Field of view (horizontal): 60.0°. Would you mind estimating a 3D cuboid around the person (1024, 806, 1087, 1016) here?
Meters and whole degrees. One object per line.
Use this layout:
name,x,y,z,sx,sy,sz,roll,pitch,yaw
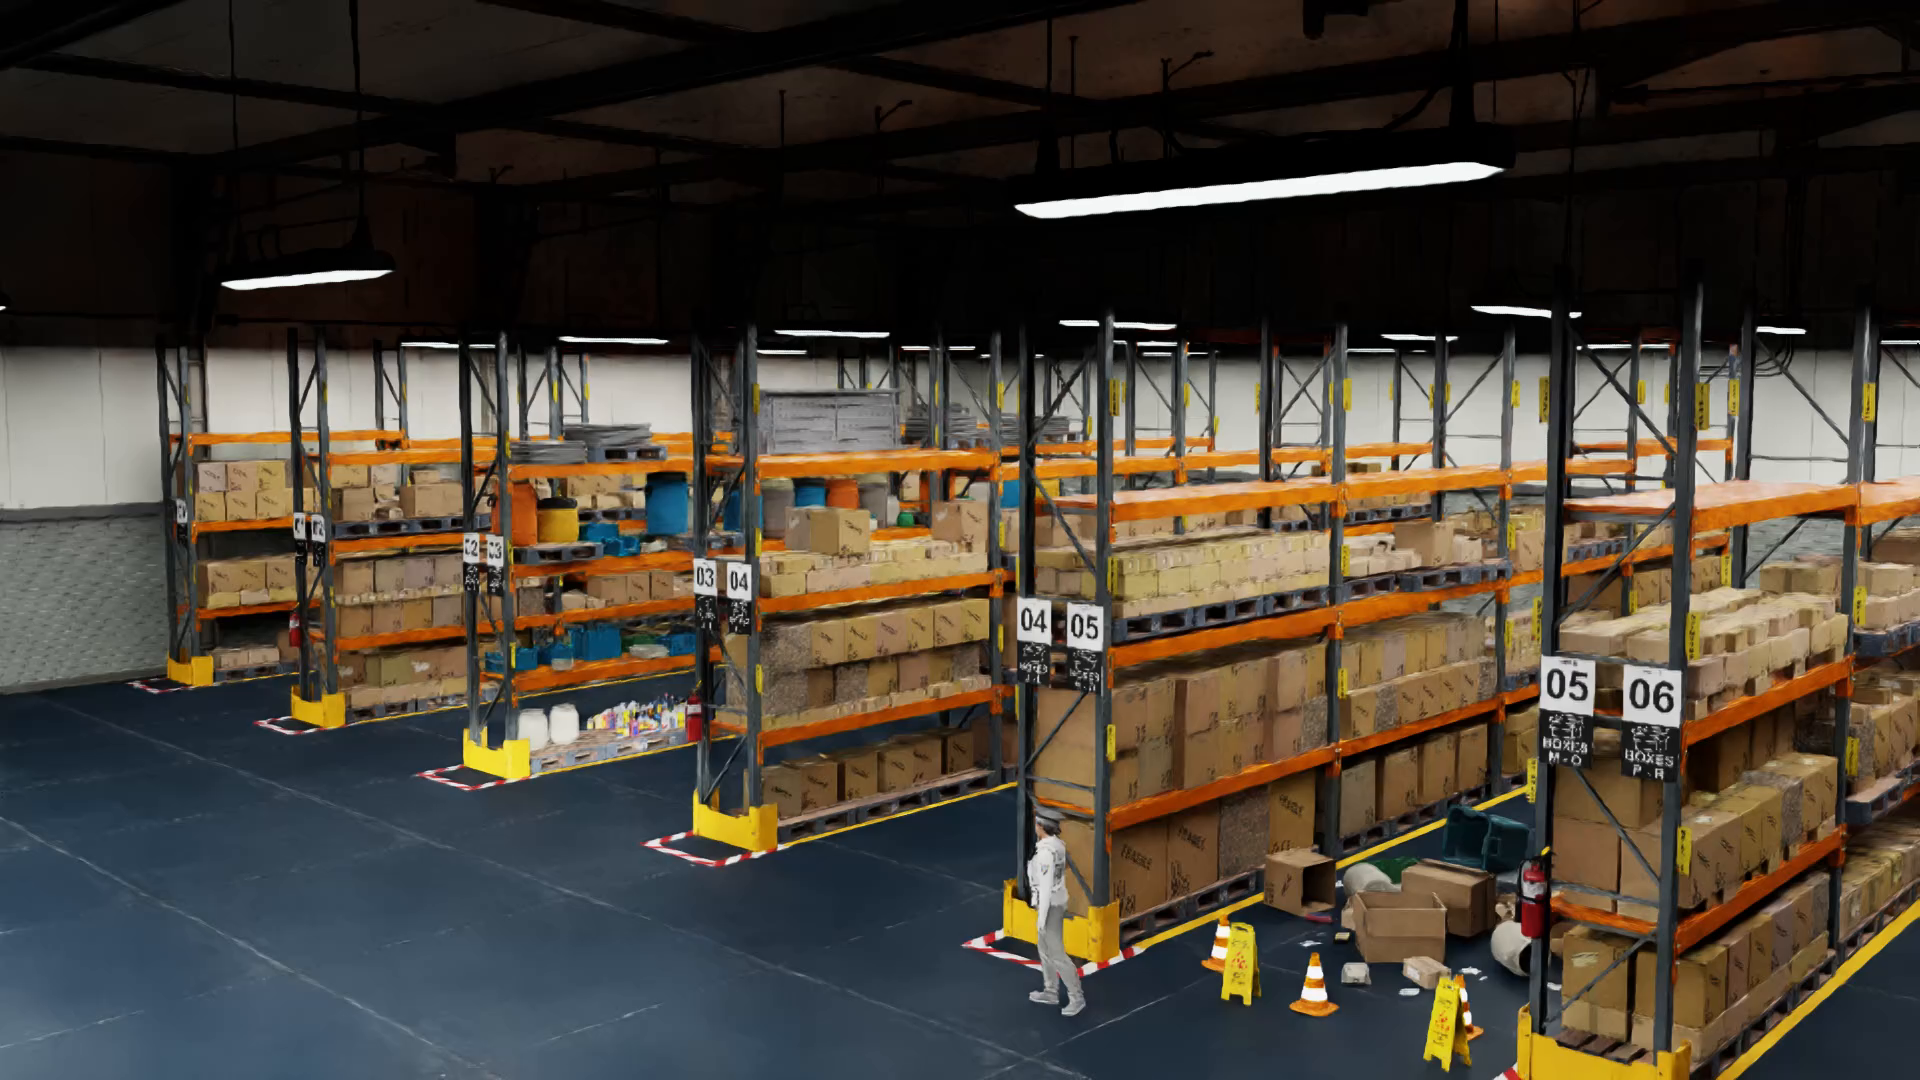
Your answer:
person,0.808,3.052,13.784,0.522,1.665,0.568,1,6,15
